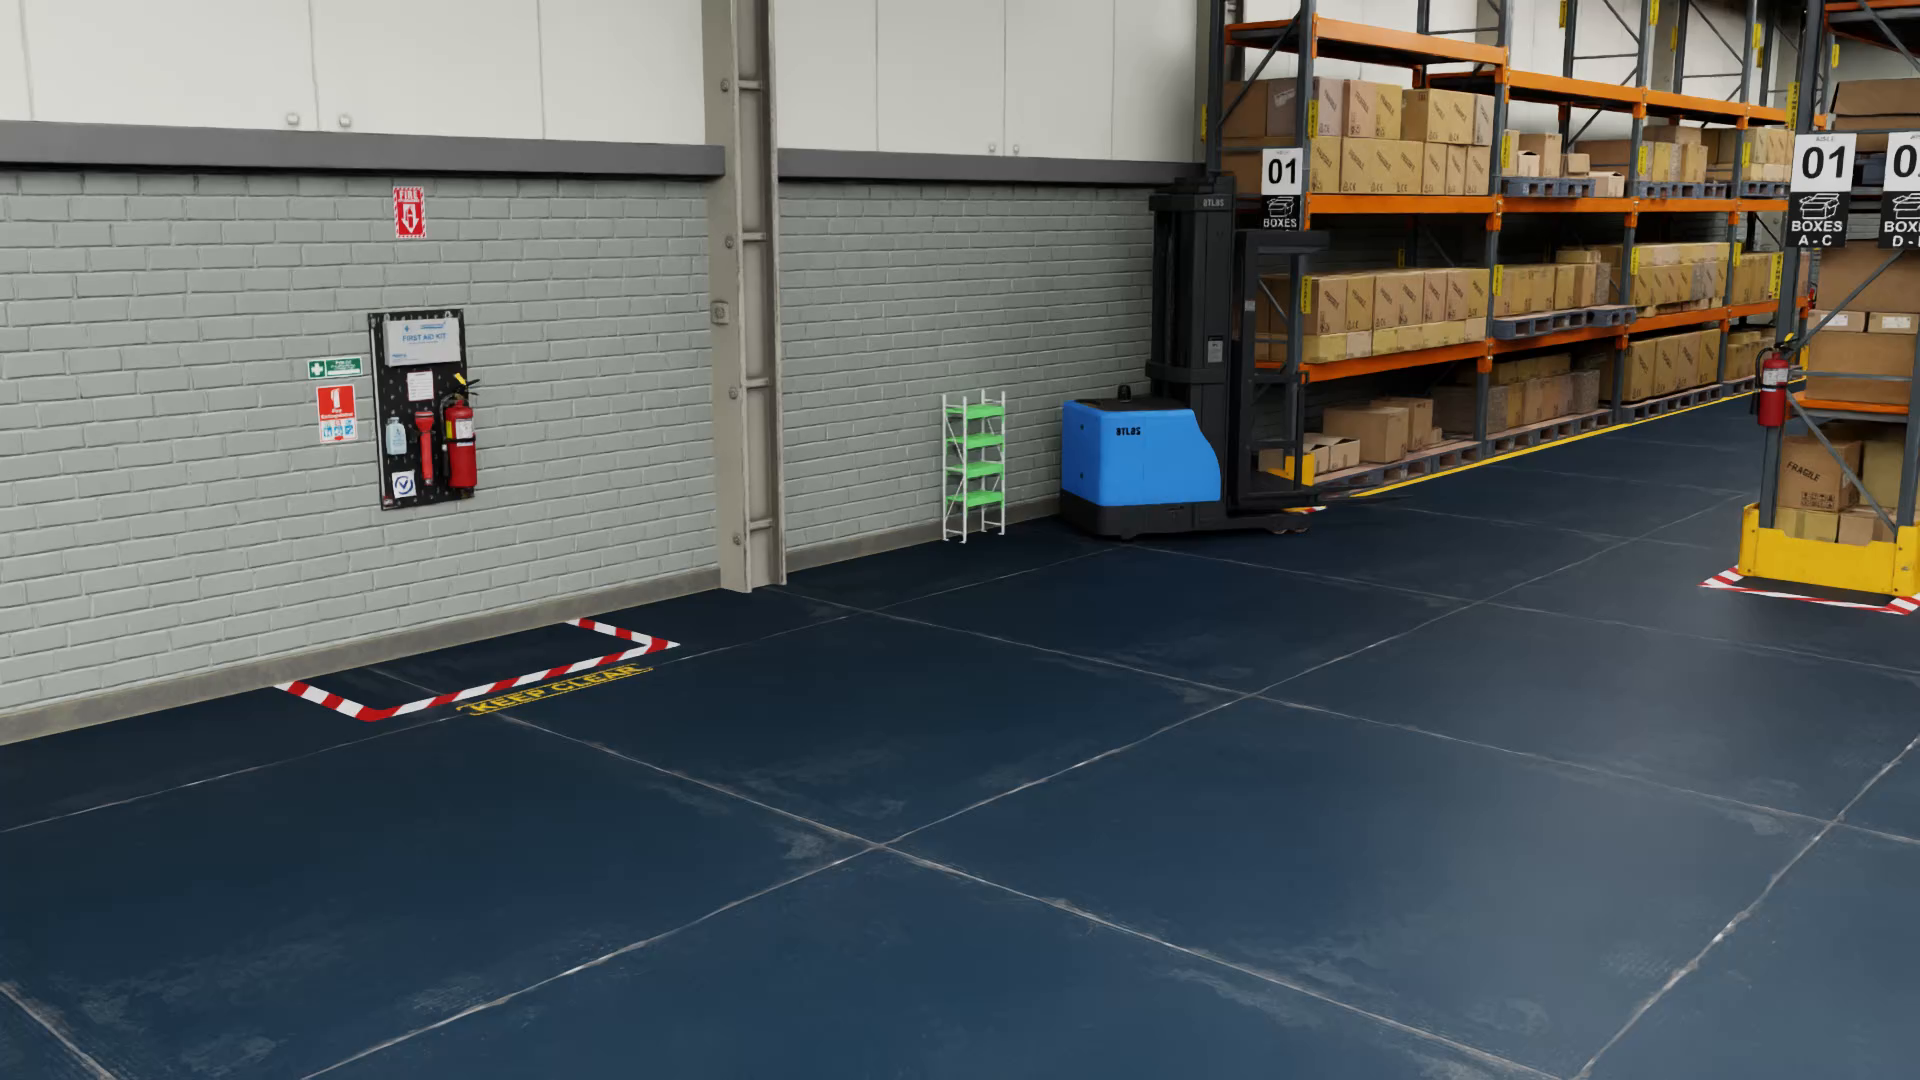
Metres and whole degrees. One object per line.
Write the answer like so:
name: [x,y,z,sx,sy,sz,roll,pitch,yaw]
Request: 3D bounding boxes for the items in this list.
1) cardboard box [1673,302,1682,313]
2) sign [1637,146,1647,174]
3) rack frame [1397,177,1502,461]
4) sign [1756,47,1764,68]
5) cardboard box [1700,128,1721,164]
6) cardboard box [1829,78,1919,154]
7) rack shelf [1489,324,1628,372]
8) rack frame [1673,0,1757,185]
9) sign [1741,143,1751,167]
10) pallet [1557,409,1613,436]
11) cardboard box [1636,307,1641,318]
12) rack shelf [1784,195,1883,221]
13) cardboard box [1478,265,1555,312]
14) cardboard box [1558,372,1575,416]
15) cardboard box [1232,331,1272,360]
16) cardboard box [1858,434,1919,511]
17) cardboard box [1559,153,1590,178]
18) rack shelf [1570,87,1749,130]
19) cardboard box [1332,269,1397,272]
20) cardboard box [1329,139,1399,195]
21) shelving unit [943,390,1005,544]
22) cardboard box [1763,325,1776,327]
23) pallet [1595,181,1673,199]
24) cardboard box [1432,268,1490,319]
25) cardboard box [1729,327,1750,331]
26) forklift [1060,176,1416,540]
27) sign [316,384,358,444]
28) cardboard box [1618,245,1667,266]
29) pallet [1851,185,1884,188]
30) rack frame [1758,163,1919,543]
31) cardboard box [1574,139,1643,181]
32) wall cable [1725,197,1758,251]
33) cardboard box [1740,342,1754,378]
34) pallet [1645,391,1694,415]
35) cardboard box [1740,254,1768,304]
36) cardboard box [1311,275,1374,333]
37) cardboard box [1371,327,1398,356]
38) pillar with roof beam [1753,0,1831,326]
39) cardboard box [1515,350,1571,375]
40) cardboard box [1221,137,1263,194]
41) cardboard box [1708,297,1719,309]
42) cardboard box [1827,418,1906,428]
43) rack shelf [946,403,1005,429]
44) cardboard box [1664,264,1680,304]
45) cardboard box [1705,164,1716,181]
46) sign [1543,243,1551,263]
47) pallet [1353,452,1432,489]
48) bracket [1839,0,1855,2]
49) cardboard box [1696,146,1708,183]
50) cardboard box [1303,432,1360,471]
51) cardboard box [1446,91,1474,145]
cardboard box: [9.499,-3.157,22.448,0.380,0.149,0.250,10,15,42]
sign: [8.331,-4.641,20.309,0.100,0.325,0.005,10,15,40]
rack frame: [5.284,-2.398,18.060,1.000,3.000,0.127,10,15,40]
sign: [12.793,-7.714,26.569,0.100,0.325,0.005,10,15,40]
cardboard box: [10.851,-5.728,24.215,0.500,0.500,0.500,10,15,40]
cardboard box: [6.750,-3.050,11.972,0.637,0.503,0.797,-11,16,-44]
rack shelf: [6.604,-2.340,19.604,1.077,0.370,4.000,10,15,40]
rack frame: [10.565,-6.517,23.365,1.000,3.000,0.127,10,15,40]
sign: [10.979,-5.385,23.234,0.100,0.325,0.005,10,15,40]
pallet: [7.407,-1.505,20.705,1.003,0.211,1.213,10,15,40]
cardboard box: [8.489,-2.928,21.302,0.380,0.149,0.250,10,15,41]
rack shelf: [7.687,-2.582,13.160,1.077,0.370,4.000,10,15,40]
cardboard box: [6.431,-2.916,19.272,0.500,0.500,0.700,-10,15,-40]
cardboard box: [7.061,-1.803,20.340,0.700,0.500,0.500,10,15,40]
cardboard box: [2.806,-1.840,15.596,0.500,0.250,0.500,10,15,41]
cardboard box: [7.217,-0.519,12.685,0.500,0.500,0.500,10,15,40]
cardboard box: [6.999,-4.339,19.806,0.637,0.503,0.797,-10,15,-40]
rack shelf: [9.245,-5.674,22.002,1.077,0.370,4.000,10,15,40]
cardboard box: [4.139,-2.512,17.046,0.500,0.500,0.500,10,15,42]
cardboard box: [3.773,-3.508,15.650,0.500,0.500,0.500,11,16,43]
shelving unit: [0.116,-0.612,13.711,0.258,1.200,0.503,10,15,40]
cardboard box: [12.870,-3.304,26.247,0.380,0.149,0.250,10,15,40]
pallet: [8.310,-4.467,21.240,1.213,0.211,1.003,11,16,43]
cardboard box: [5.204,-2.593,17.451,0.500,0.500,0.500,10,15,40]
cardboard box: [12.084,-3.241,25.935,0.380,0.149,0.250,10,15,41]
forklift: [2.440,-1.582,14.148,3.031,2.935,1.130,-3,12,-16]
sign: [-3.607,-0.733,9.630,0.001,0.329,0.234,10,15,40]
cardboard box: [8.772,-3.672,21.456,0.500,0.250,0.500,9,15,40]
pallet: [7.658,-2.878,13.031,1.003,0.211,1.213,10,15,40]
rack frame: [6.367,-1.170,11.910,1.000,3.000,0.127,10,15,40]
cardboard box: [8.195,-4.800,21.048,0.700,0.500,0.500,8,14,36]
wall cable: [13.340,-4.973,28.356,0.084,1.984,1.851,10,15,40]
cardboard box: [11.470,-2.726,25.009,0.700,0.500,0.500,10,15,40]
pallet: [9.307,-1.904,22.706,1.003,0.211,1.213,10,15,40]
cardboard box: [11.421,-3.907,24.847,0.980,0.700,0.700,9,15,39]
cardboard box: [3.518,-2.217,15.568,0.500,0.500,0.500,10,15,41]
cardboard box: [3.877,-1.929,16.043,0.500,0.250,0.500,9,15,39]
pillar with roof beam: [17.572,-7.058,26.074,9.100,9.000,0.548,10,15,40]
cardboard box: [7.065,-2.156,20.191,0.500,0.250,0.500,10,15,41]
cardboard box: [2.729,-3.434,15.279,0.500,0.500,0.500,-11,16,-43]
cardboard box: [10.406,-3.335,23.342,0.380,0.149,0.250,10,15,41]
cardboard box: [7.478,-0.735,13.766,0.500,0.500,0.500,10,15,40]
rack shelf: [0.116,-1.020,13.630,0.258,0.148,0.480,10,15,40]
cardboard box: [9.118,-3.379,21.902,0.500,0.500,0.500,10,15,40]
cardboard box: [10.840,-5.359,24.279,0.500,0.250,0.500,10,15,41]
sign: [7.505,-3.626,21.250,0.100,0.325,0.005,10,15,40]
pallet: [4.062,-0.747,16.913,1.003,0.211,1.213,10,15,40]
bracket: [16.053,-9.657,29.895,0.076,0.066,3.189,10,15,40]
cardboard box: [9.901,-5.196,23.029,0.700,0.500,0.500,9,14,37]
cardboard box: [3.544,-0.881,16.205,0.500,0.311,0.500,-11,15,-43]
cardboard box: [4.801,-4.227,16.699,0.500,0.500,0.500,11,16,43]
